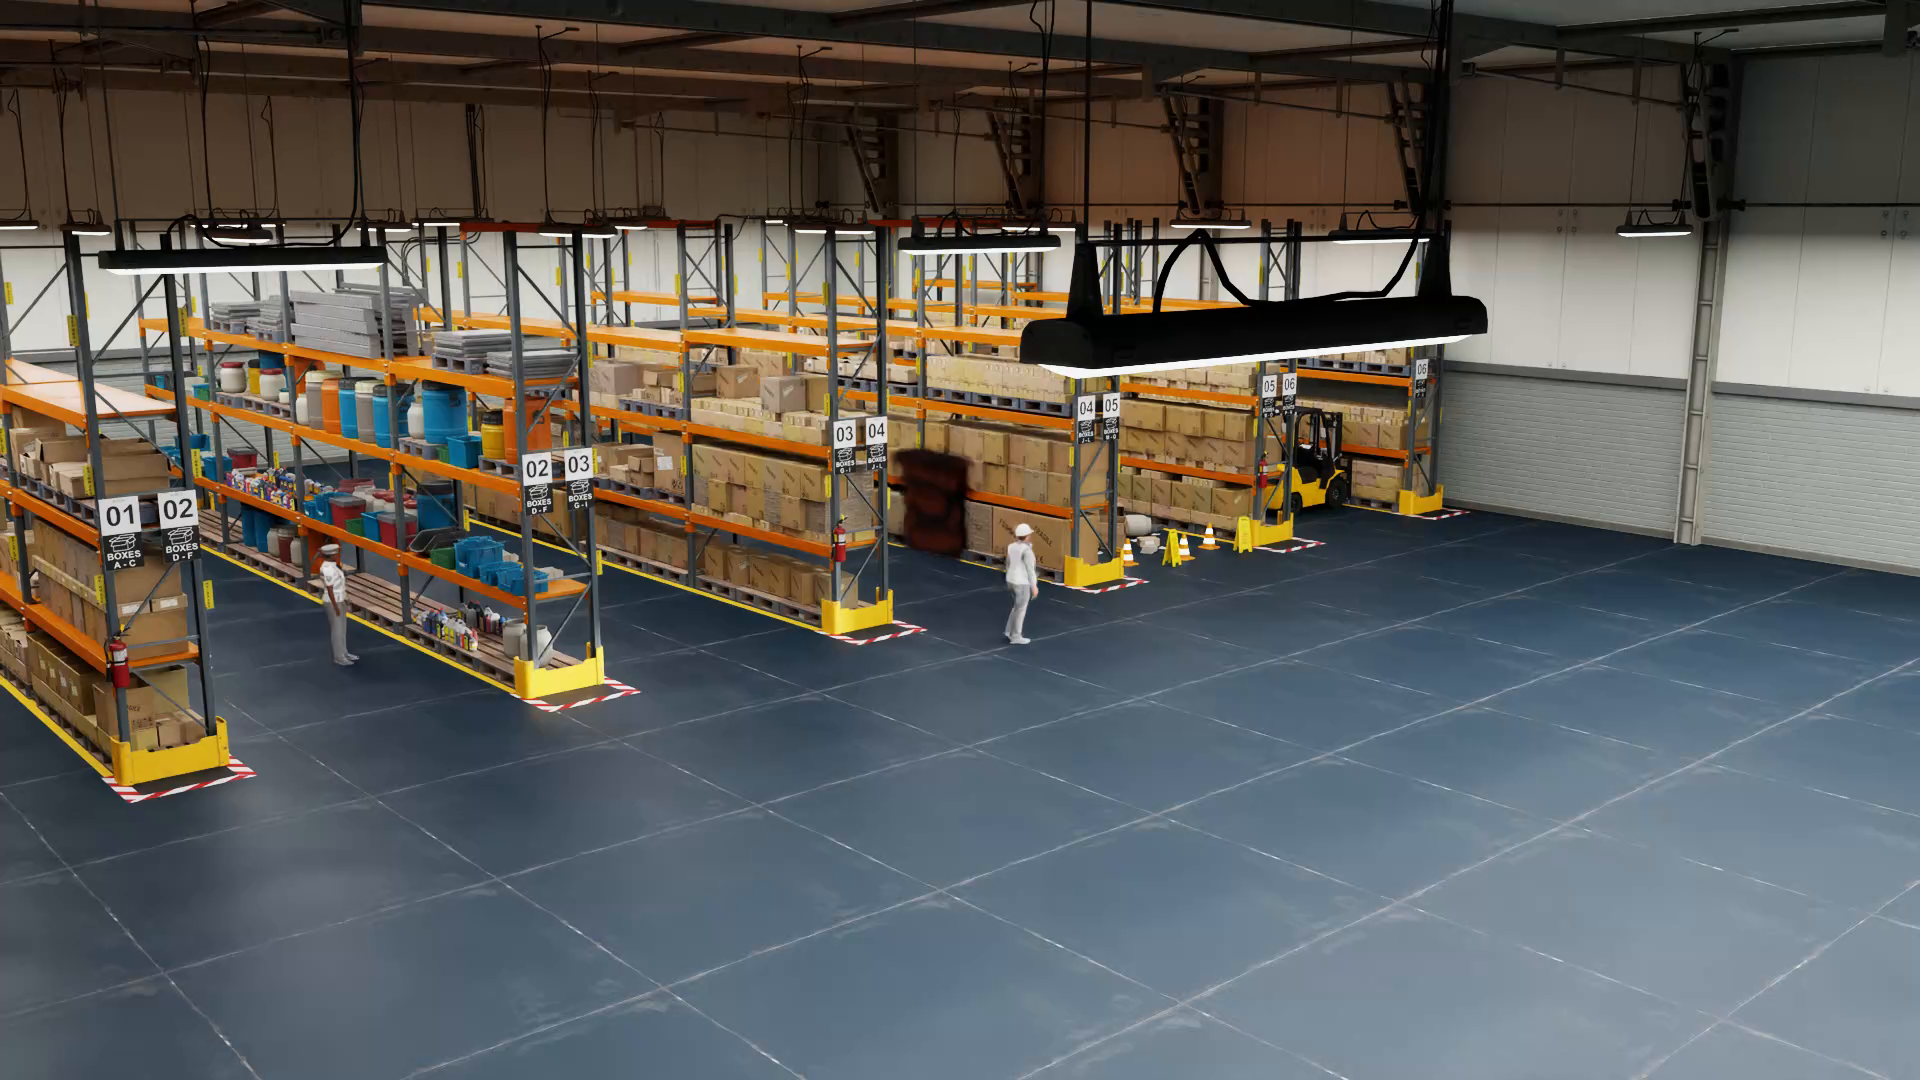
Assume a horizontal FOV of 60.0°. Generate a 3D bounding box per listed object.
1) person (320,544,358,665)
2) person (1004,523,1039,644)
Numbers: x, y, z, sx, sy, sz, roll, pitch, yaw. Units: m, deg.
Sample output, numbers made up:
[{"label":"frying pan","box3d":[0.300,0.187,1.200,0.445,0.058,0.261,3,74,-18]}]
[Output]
[{"label":"person","box3d":[-8.715,0.897,23.312,0.430,1.696,0.484,-1,11,-5]},{"label":"person","box3d":[0.904,0.648,24.276,0.421,1.788,0.639,-7,13,-31]}]
